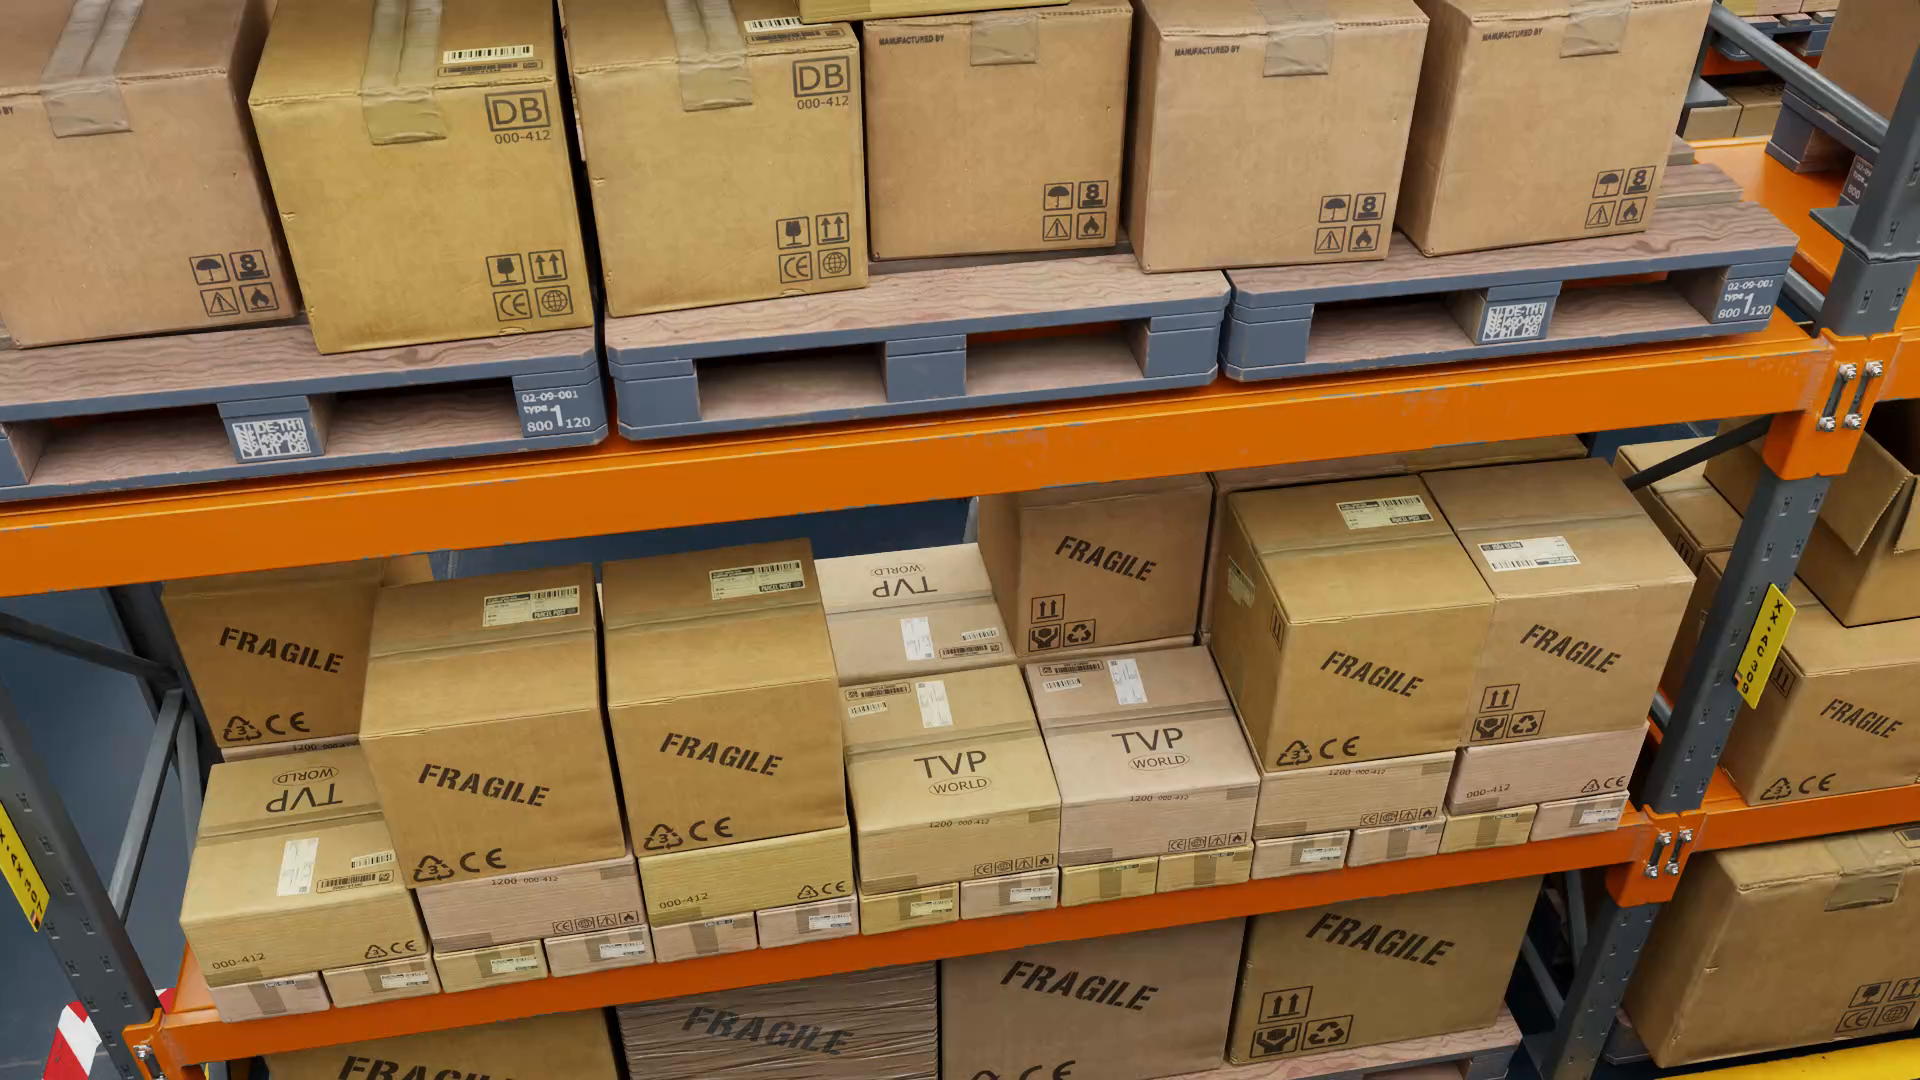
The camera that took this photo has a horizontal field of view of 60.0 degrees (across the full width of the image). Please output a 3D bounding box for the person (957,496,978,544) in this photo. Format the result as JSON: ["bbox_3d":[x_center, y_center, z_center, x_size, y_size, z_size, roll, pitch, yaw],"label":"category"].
[{"bbox_3d":[0.165,-0.100,6.246,0.577,1.765,0.665,-23,44,-26],"label":"person"}]
